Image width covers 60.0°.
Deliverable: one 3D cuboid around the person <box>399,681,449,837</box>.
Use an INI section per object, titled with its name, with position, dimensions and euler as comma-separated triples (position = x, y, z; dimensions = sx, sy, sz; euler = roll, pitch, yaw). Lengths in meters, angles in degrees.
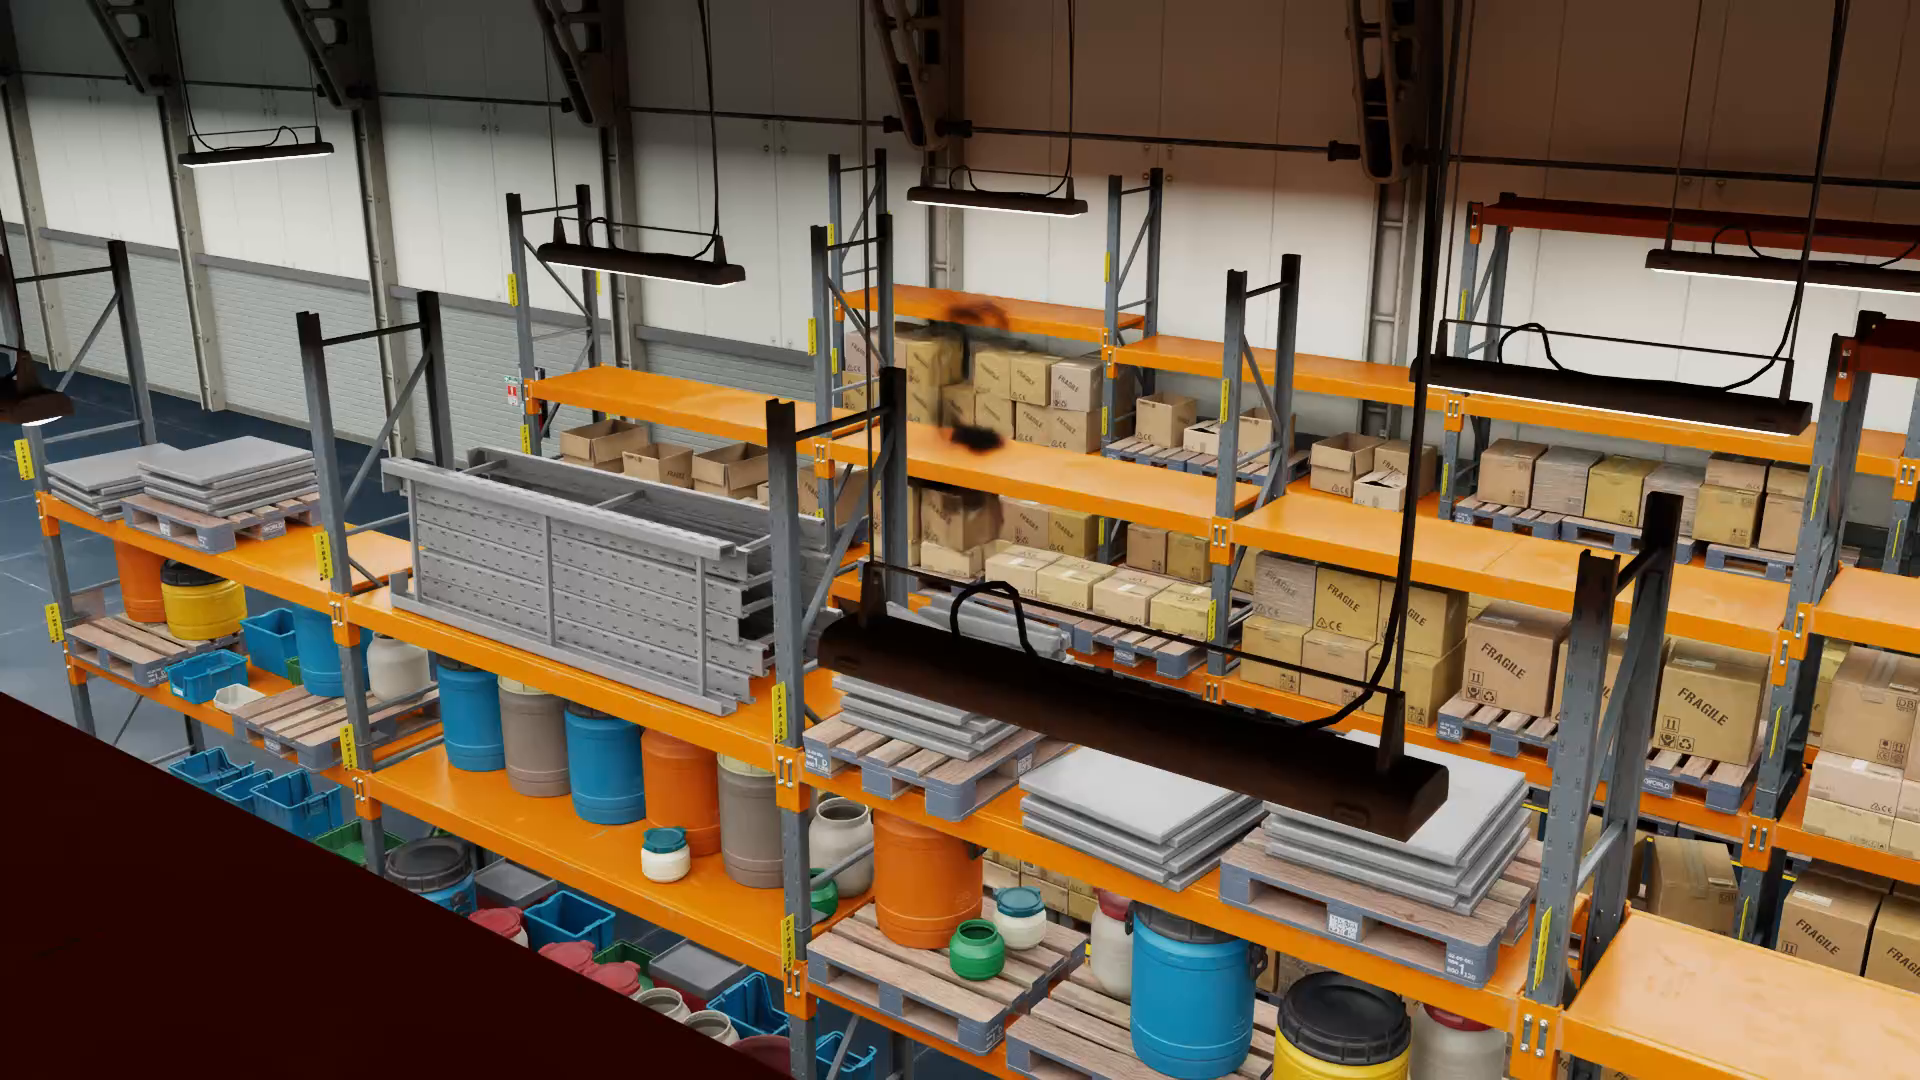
[person]
position = -4.820, 2.167, 15.882
dimensions = 0.908, 1.766, 0.637
euler = 1, 19, 4
